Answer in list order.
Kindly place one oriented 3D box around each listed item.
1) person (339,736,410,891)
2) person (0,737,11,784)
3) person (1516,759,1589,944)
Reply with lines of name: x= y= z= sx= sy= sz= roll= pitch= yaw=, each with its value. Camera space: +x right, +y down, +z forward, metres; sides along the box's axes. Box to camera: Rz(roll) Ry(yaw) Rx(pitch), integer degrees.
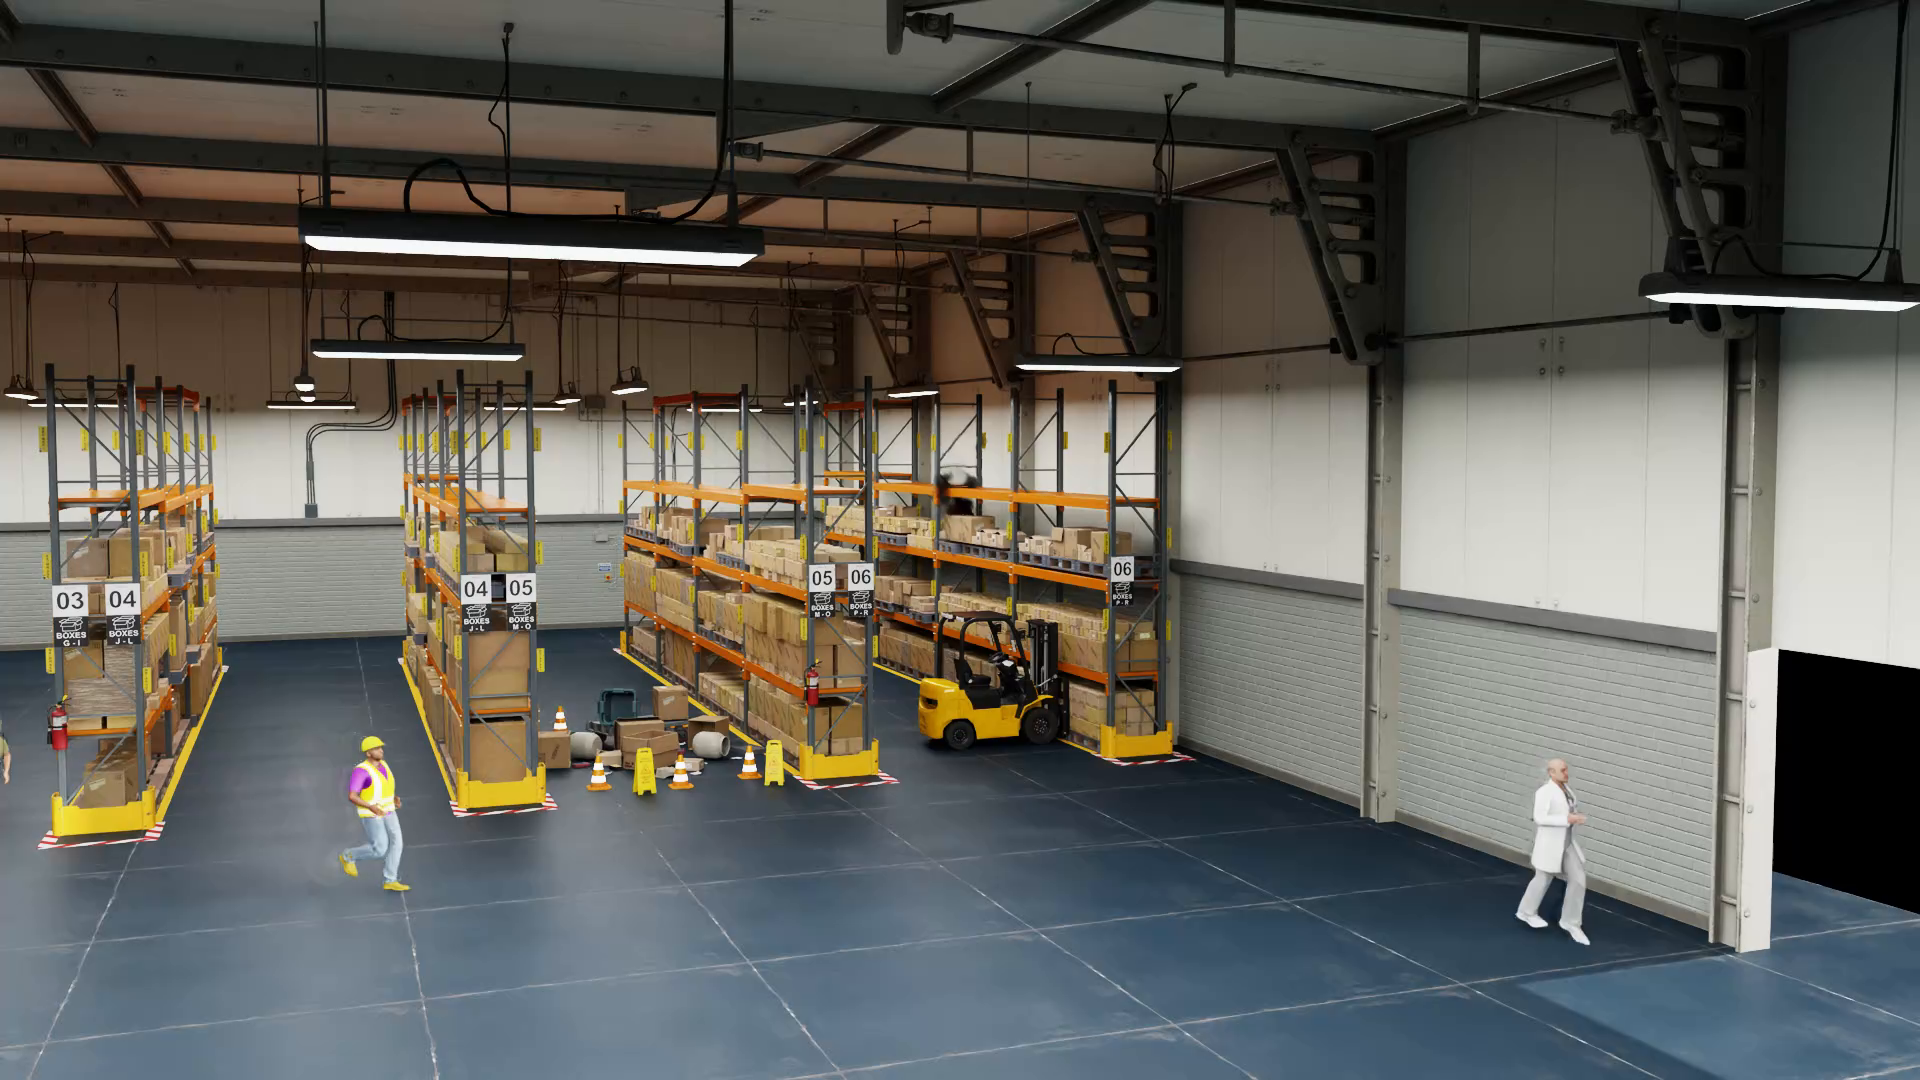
person: x=-6.544 y=3.056 z=18.629 sx=0.815 sy=1.727 sz=0.712 roll=1 pitch=3 yaw=16
person: x=-12.036 y=2.987 z=20.552 sx=0.819 sy=1.618 sz=0.634 roll=3 pitch=5 yaw=44
person: x=6.030 y=3.124 z=16.852 sx=0.699 sy=1.837 sz=0.811 roll=-2 pitch=4 yaw=-32
